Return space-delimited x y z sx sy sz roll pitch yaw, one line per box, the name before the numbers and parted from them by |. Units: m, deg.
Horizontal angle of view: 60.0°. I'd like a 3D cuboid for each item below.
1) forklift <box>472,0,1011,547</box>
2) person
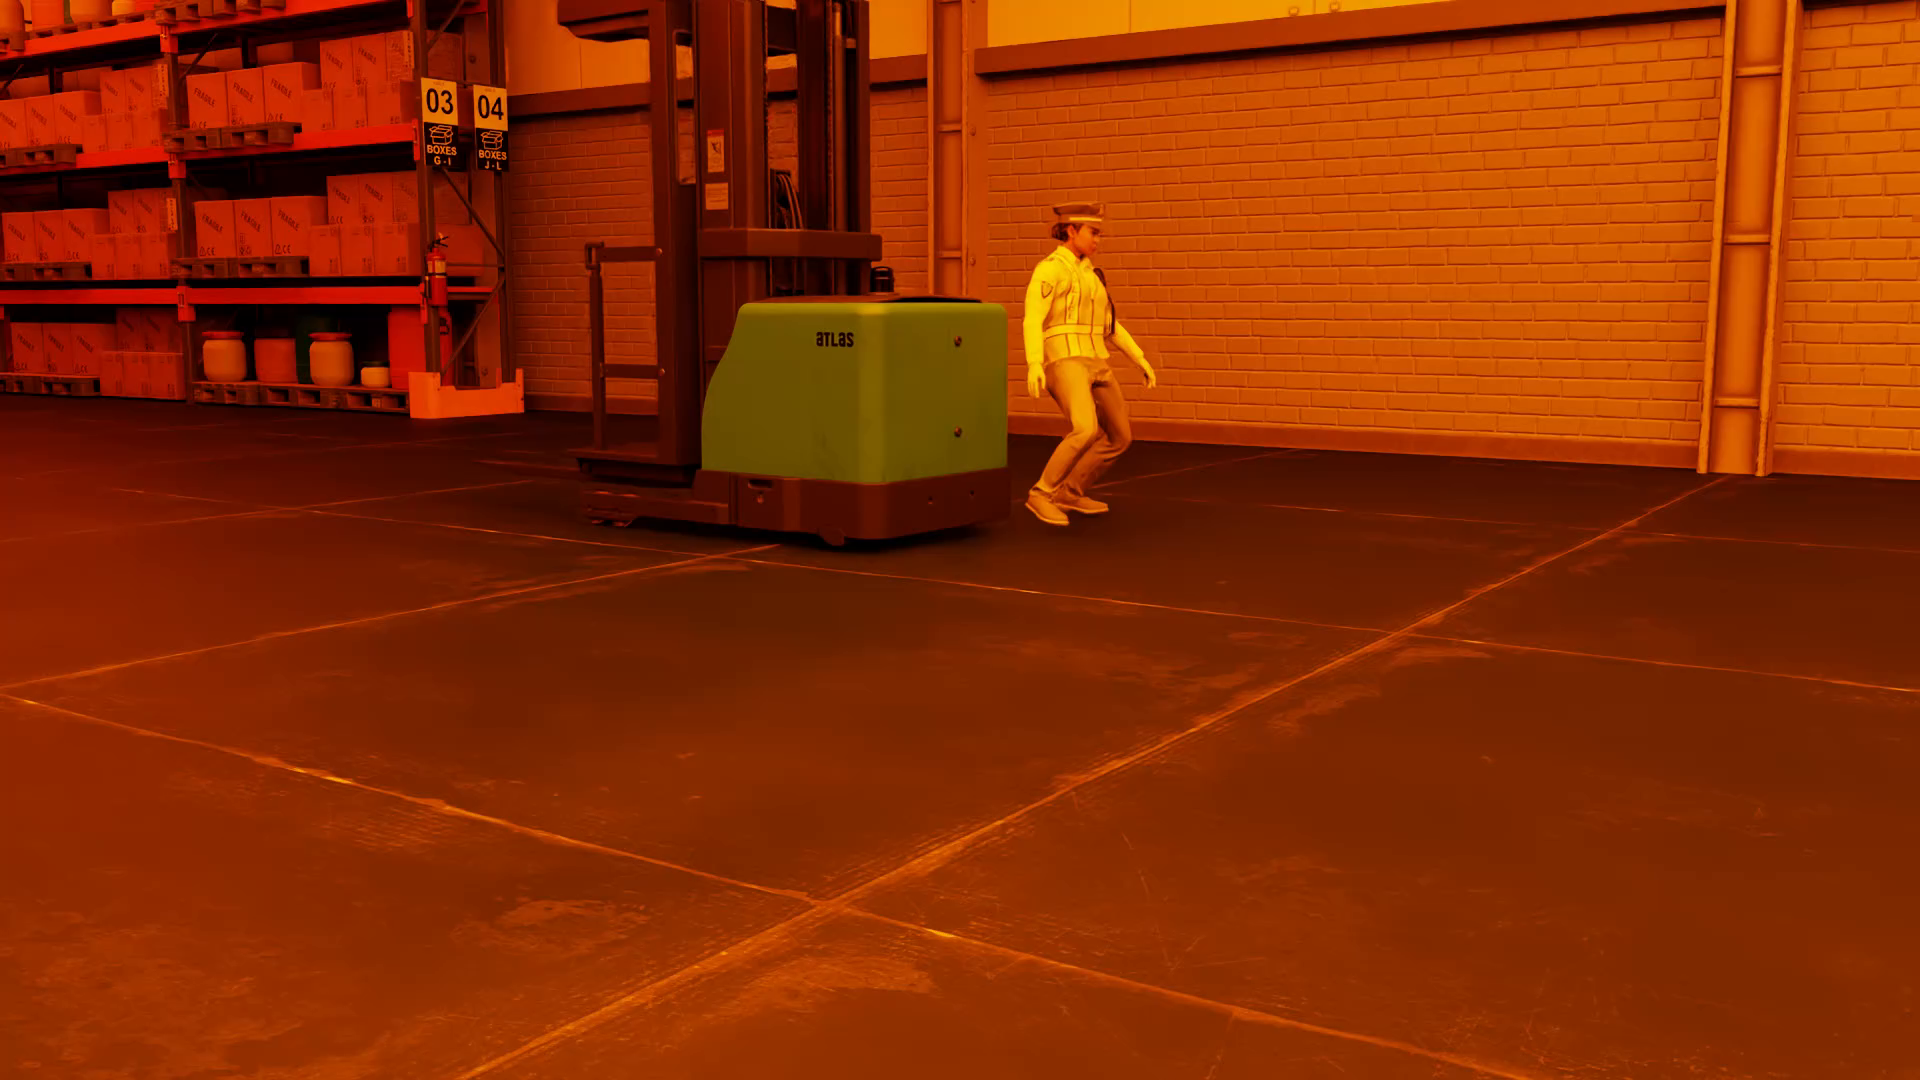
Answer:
forklift | -1.240 -1.563 8.185 3.031 2.935 1.130 6 10 37
person | 0.577 -0.855 8.016 0.568 1.534 0.815 7 11 40
